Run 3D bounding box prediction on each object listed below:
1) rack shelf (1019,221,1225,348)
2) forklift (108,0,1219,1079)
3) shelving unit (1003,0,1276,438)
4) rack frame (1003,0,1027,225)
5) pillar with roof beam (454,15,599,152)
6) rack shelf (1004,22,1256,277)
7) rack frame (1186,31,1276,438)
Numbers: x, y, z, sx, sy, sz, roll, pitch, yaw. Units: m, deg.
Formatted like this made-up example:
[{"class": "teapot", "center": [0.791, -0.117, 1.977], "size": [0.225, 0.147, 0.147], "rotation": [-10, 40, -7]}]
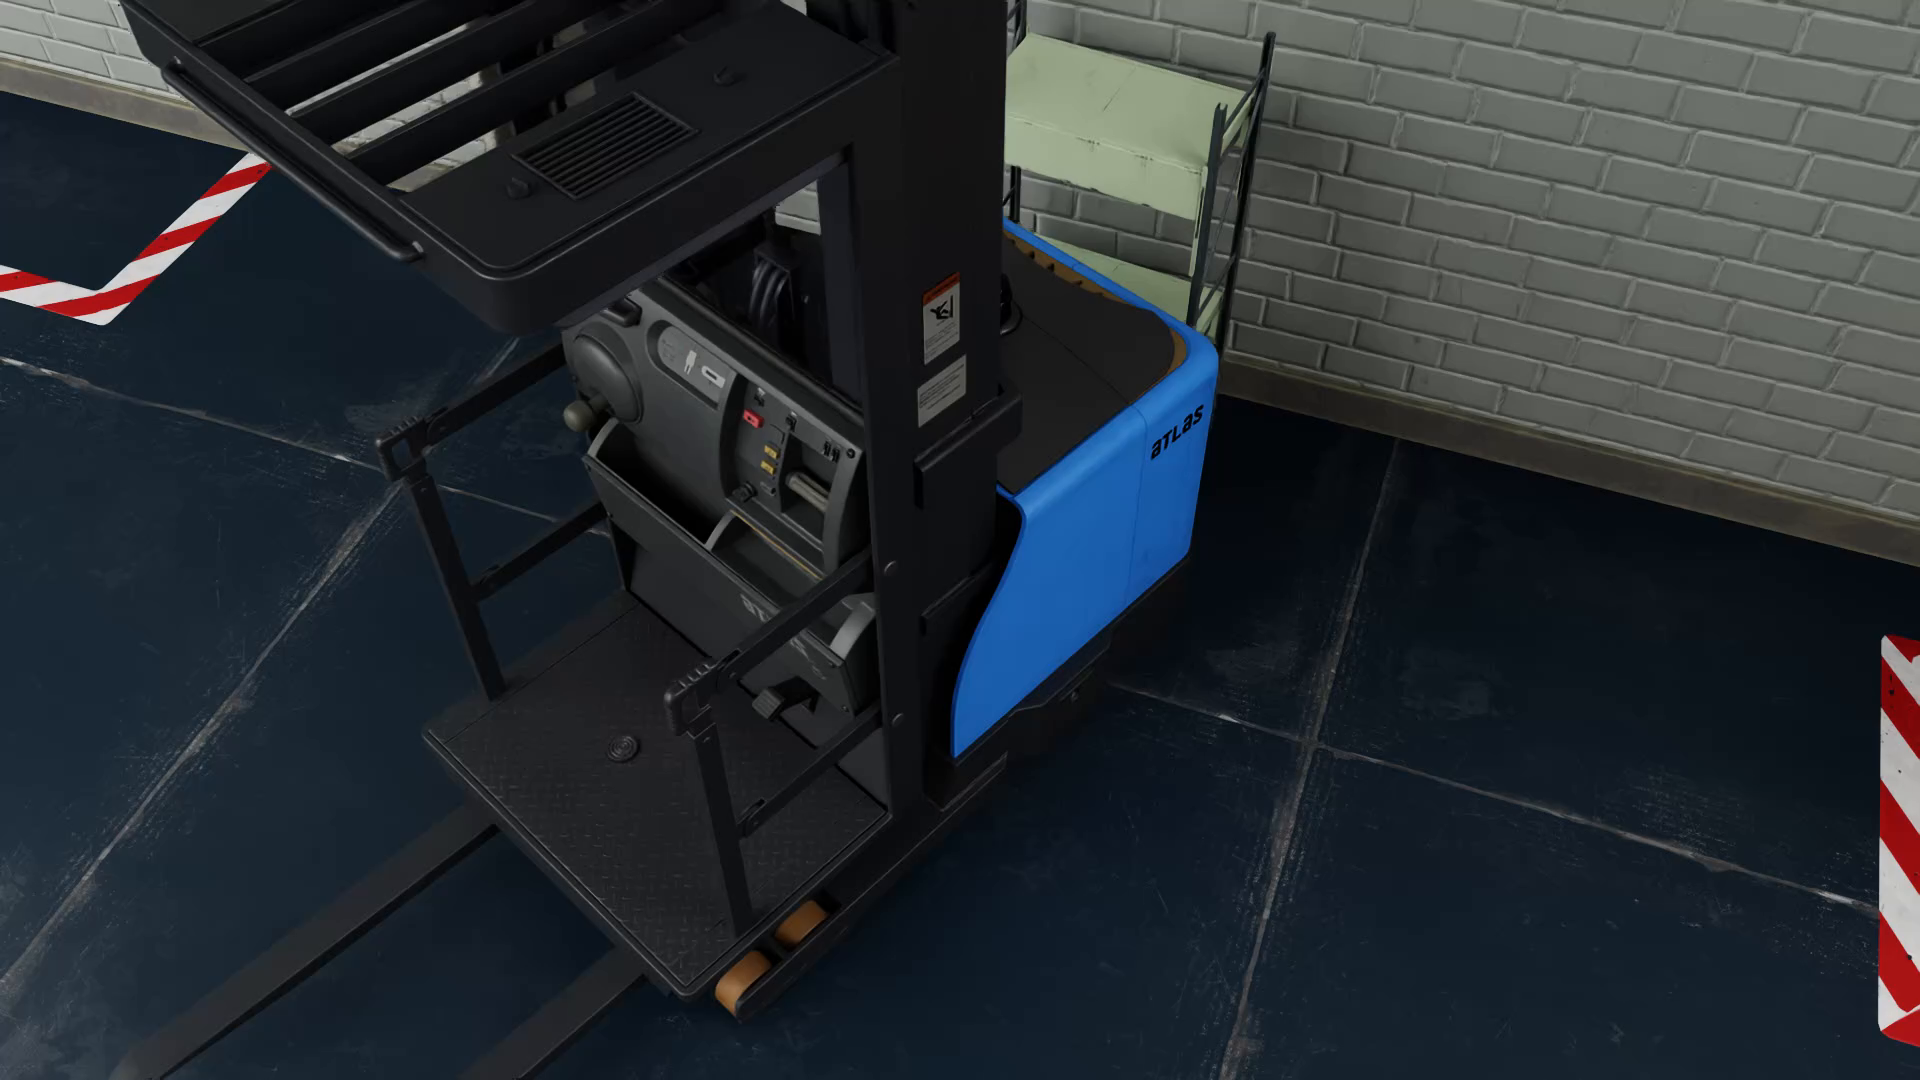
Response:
[{"class": "rack shelf", "center": [0.418, -0.642, 5.245], "size": [0.720, 0.370, 0.431], "rotation": [21, 52, 17]}, {"class": "forklift", "center": [-0.698, -0.204, 3.487], "size": [1.130, 2.935, 3.031], "rotation": [36, 58, 27]}, {"class": "shelving unit", "center": [0.418, -0.856, 4.999], "size": [0.755, 1.500, 0.431], "rotation": [21, 52, 17]}, {"class": "rack frame", "center": [0.091, -0.980, 5.107], "size": [0.023, 1.500, 0.400], "rotation": [21, 52, 17]}, {"class": "pillar with roof beam", "center": [-2.886, -0.940, 0.110], "size": [0.400, 9.000, 9.100], "rotation": [16, 51, 13]}, {"class": "rack shelf", "center": [0.418, -1.111, 4.704], "size": [0.720, 0.370, 0.431], "rotation": [21, 52, 17]}, {"class": "rack frame", "center": [0.745, -0.731, 4.891], "size": [0.023, 1.500, 0.400], "rotation": [21, 52, 17]}]
